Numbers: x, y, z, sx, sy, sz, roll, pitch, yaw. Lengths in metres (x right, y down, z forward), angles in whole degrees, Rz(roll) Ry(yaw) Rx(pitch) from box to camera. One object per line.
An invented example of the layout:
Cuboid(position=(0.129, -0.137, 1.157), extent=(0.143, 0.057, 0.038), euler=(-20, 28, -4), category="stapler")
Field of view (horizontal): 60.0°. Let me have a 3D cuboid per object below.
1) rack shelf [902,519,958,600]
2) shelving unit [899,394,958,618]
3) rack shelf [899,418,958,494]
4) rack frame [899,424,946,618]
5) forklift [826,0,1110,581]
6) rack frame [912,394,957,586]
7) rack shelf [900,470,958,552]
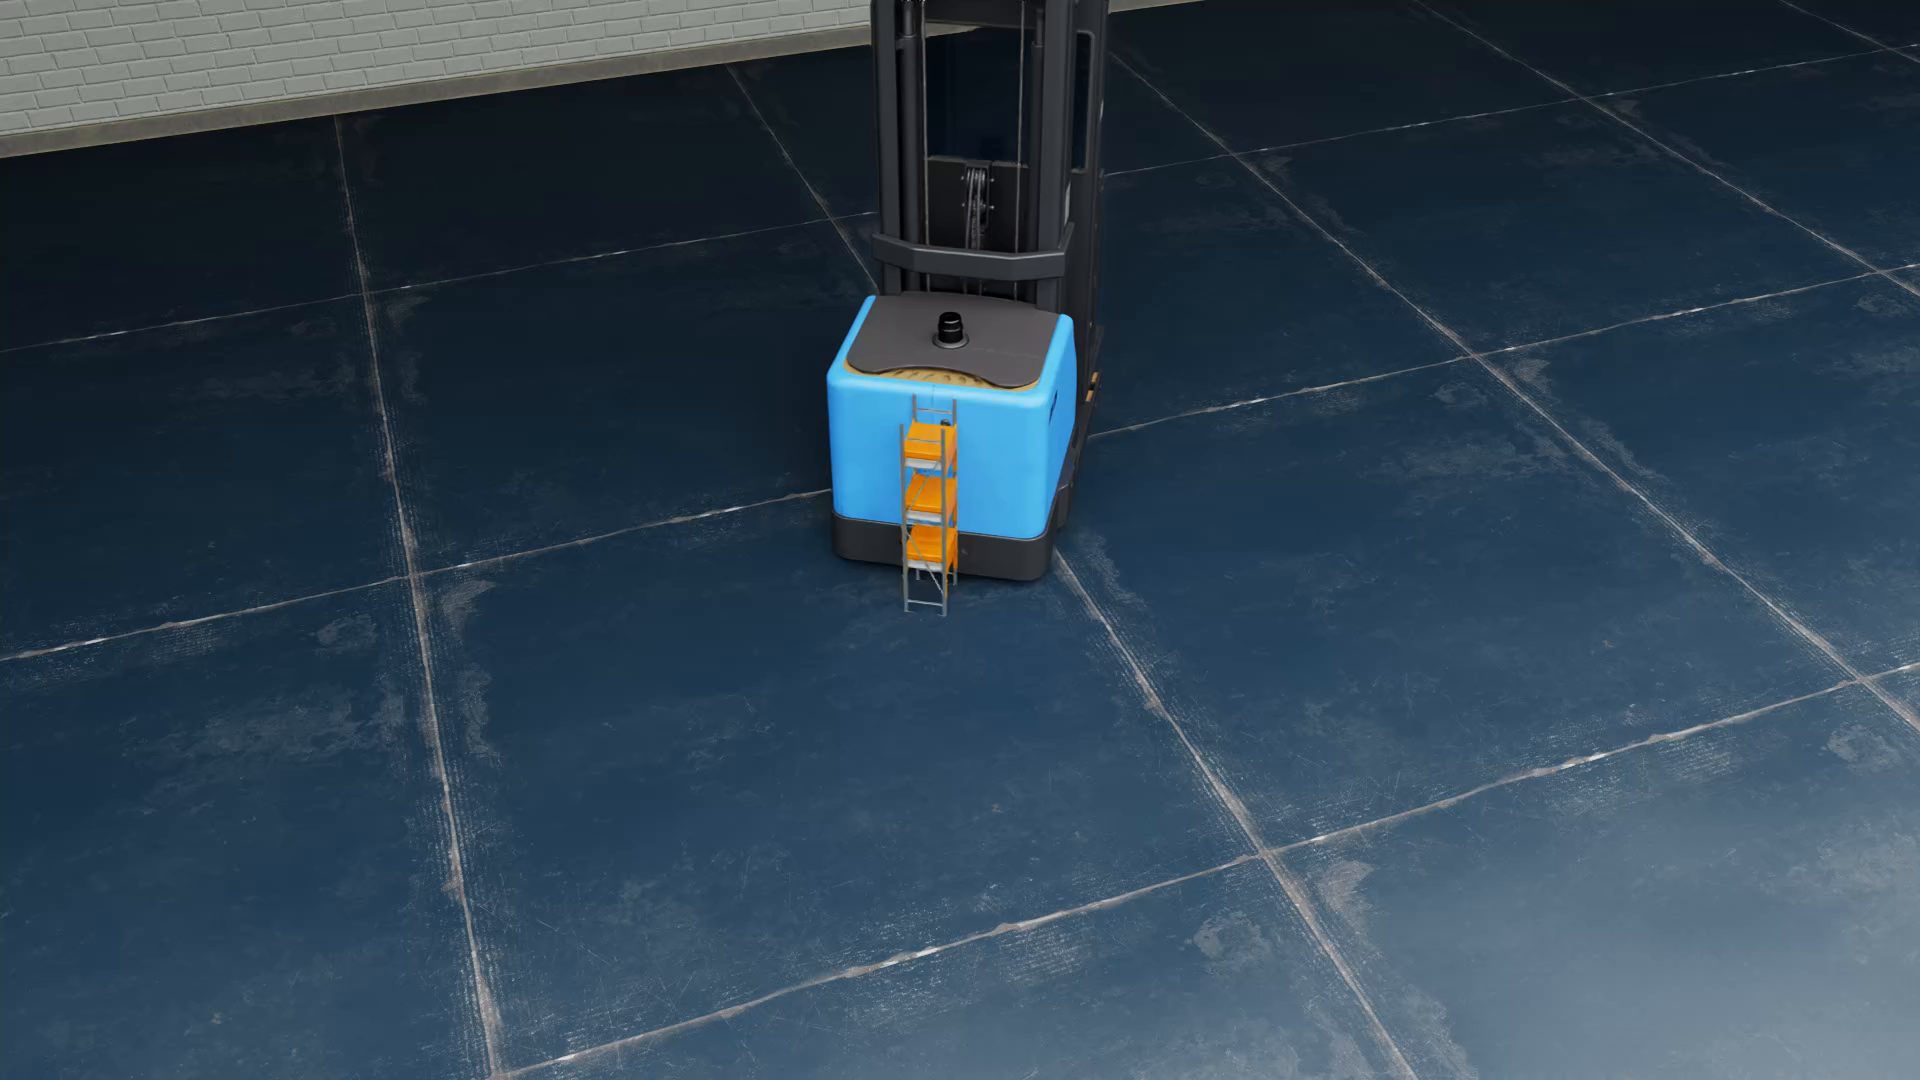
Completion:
Cuboid(position=(-0.138, 0.090, 7.738), extent=(0.215, 0.259, 0.240), euler=(7, 38, 9), category="rack shelf")
Cuboid(position=(-0.138, -0.141, 7.564), extent=(0.215, 1.050, 0.252), euler=(7, 38, 9), category="shelving unit")
Cuboid(position=(-0.138, -0.359, 7.400), extent=(0.215, 0.259, 0.240), euler=(7, 38, 9), category="rack shelf")
Cuboid(position=(-0.162, -0.069, 7.469), extent=(0.200, 1.050, 0.008), euler=(7, 38, 9), category="rack frame")
Cuboid(position=(0.180, -1.863, 8.287), extent=(1.130, 2.935, 3.031), euler=(7, 38, 9), category="forklift")
Cuboid(position=(-0.113, -0.213, 7.660), extent=(0.200, 1.050, 0.008), euler=(7, 38, 9), category="rack frame")
Cuboid(position=(-0.138, -0.132, 7.571), extent=(0.215, 0.259, 0.240), euler=(7, 38, 9), category="rack shelf")
